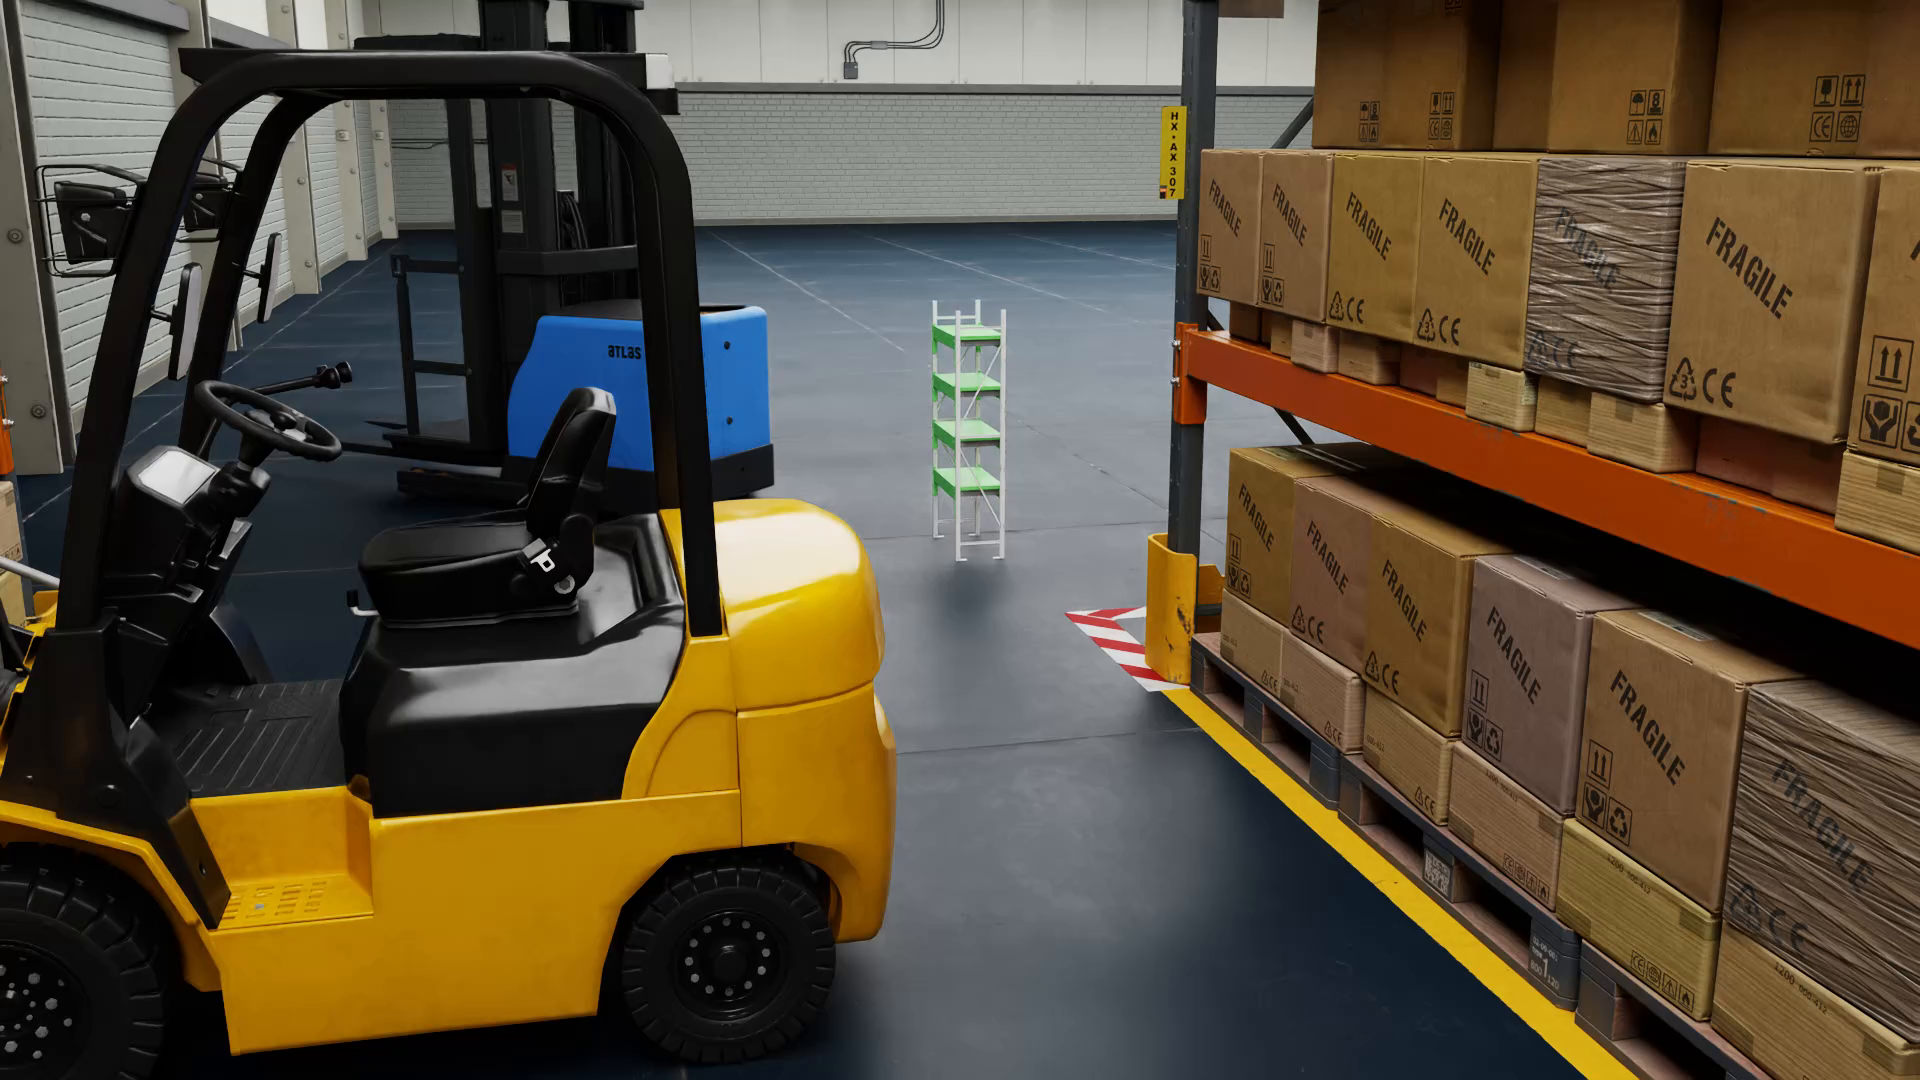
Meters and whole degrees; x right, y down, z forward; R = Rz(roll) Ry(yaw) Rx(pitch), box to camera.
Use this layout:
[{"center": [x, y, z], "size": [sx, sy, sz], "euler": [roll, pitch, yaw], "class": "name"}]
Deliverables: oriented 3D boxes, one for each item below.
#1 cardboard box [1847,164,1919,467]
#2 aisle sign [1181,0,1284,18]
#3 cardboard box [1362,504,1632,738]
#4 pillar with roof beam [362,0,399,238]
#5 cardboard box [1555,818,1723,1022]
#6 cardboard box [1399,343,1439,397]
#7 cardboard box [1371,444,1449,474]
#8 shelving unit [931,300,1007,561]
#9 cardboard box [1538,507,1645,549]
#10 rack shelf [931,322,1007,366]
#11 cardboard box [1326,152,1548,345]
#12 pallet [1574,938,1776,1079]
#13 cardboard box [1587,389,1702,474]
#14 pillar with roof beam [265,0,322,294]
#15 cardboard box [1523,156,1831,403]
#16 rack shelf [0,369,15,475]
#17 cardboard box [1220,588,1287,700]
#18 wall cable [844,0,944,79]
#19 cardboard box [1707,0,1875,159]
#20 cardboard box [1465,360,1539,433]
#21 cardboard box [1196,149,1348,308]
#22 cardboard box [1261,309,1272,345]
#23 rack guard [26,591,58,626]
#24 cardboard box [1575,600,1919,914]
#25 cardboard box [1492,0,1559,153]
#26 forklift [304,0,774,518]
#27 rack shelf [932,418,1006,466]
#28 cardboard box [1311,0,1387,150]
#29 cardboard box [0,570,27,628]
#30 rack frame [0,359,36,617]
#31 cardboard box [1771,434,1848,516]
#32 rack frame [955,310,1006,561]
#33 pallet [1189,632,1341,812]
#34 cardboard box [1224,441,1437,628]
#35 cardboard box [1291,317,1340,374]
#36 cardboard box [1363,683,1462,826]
[{"center": [1.891, -0.362, 2.752], "size": [0.500, 0.500, 0.500], "euler": [-4, 14, -15], "class": "cardboard box"}, {"center": [0.982, -2.263, 5.893], "size": [0.394, 0.787, 0.004], "euler": [-3, 14, -13], "class": "aisle sign"}, {"center": [1.461, 0.208, 4.586], "size": [0.500, 0.500, 0.500], "euler": [-3, 14, -12], "class": "cardboard box"}, {"center": [-7.100, -10.590, 32.813], "size": [9.100, 9.000, 0.400], "euler": [-3, 14, -13], "class": "pillar with roof beam"}, {"center": [1.702, 0.807, 3.711], "size": [0.500, 0.250, 0.500], "euler": [-4, 14, -15], "class": "cardboard box"}, {"center": [1.461, -0.492, 4.649], "size": [0.380, 0.149, 0.250], "euler": [-3, 14, -11], "class": "cardboard box"}, {"center": [1.739, -0.066, 5.704], "size": [0.500, 0.500, 0.500], "euler": [-3, 14, -13], "class": "cardboard box"}, {"center": [0.039, -0.545, 8.128], "size": [0.258, 1.200, 0.503], "euler": [-3, 14, -13], "class": "shelving unit"}, {"center": [1.977, 0.171, 4.734], "size": [0.500, 0.500, 0.500], "euler": [-4, 14, -15], "class": "cardboard box"}, {"center": [0.039, -0.949, 8.030], "size": [0.258, 0.148, 0.480], "euler": [-3, 14, -13], "class": "rack shelf"}, {"center": [1.385, -0.835, 4.687], "size": [0.500, 0.500, 0.500], "euler": [-4, 14, -14], "class": "cardboard box"}, {"center": [2.045, 1.121, 3.394], "size": [1.003, 0.211, 1.213], "euler": [-3, 14, -13], "class": "pallet"}, {"center": [1.623, -0.250, 3.659], "size": [0.380, 0.149, 0.250], "euler": [-3, 14, -14], "class": "cardboard box"}, {"center": [-4.282, -7.822, 21.481], "size": [9.100, 9.000, 0.400], "euler": [-3, 14, -13], "class": "pillar with roof beam"}, {"center": [1.637, -0.600, 3.726], "size": [0.500, 0.500, 0.500], "euler": [-3, 14, -12], "class": "cardboard box"}, {"center": [-3.057, 0.085, 3.275], "size": [1.077, 0.370, 4.000], "euler": [-3, 14, -13], "class": "rack shelf"}, {"center": [1.218, 0.330, 5.665], "size": [0.500, 0.250, 0.500], "euler": [-3, 14, -14], "class": "cardboard box"}, {"center": [-1.460, -13.281, 36.661], "size": [2.305, 6.003, 0.169], "euler": [-3, 14, -13], "class": "wall cable"}, {"center": [2.154, -1.109, 3.703], "size": [0.700, 0.500, 0.500], "euler": [-4, 14, -14], "class": "cardboard box"}, {"center": [1.497, -0.368, 4.142], "size": [0.380, 0.149, 0.250], "euler": [-3, 14, -13], "class": "cardboard box"}, {"center": [1.139, -1.072, 5.656], "size": [0.500, 0.500, 0.500], "euler": [-4, 14, -14], "class": "cardboard box"}, {"center": [1.249, -0.734, 5.640], "size": [0.380, 0.149, 0.250], "euler": [-3, 14, -12], "class": "cardboard box"}, {"center": [-3.532, 0.483, 5.397], "size": [1.175, 0.500, 0.348], "euler": [-3, 14, -13], "class": "rack guard"}, {"center": [1.716, 0.448, 3.601], "size": [0.500, 0.500, 0.500], "euler": [-3, 14, -12], "class": "cardboard box"}, {"center": [1.961, -1.347, 4.678], "size": [0.700, 0.500, 0.500], "euler": [-3, 14, -14], "class": "cardboard box"}, {"center": [-2.595, -1.738, 9.366], "size": [3.031, 2.935, 1.130], "euler": [7, 16, 27], "class": "forklift"}, {"center": [0.039, -0.483, 8.144], "size": [0.258, 0.148, 0.480], "euler": [-3, 14, -13], "class": "rack shelf"}, {"center": [1.630, -1.576, 5.615], "size": [0.700, 0.500, 0.500], "euler": [-4, 14, -15], "class": "cardboard box"}, {"center": [-3.108, 0.258, 4.907], "size": [0.500, 0.250, 0.500], "euler": [-3, 14, -14], "class": "cardboard box"}, {"center": [-3.527, -0.726, 5.078], "size": [1.000, 3.000, 0.127], "euler": [-3, 14, -13], "class": "rack frame"}, {"center": [1.814, -0.137, 3.199], "size": [0.380, 0.149, 0.250], "euler": [-3, 14, -13], "class": "cardboard box"}, {"center": [0.096, -0.488, 7.898], "size": [0.240, 1.200, 0.015], "euler": [-3, 14, -13], "class": "rack frame"}, {"center": [1.472, 0.558, 5.698], "size": [1.003, 0.211, 1.213], "euler": [-3, 14, -13], "class": "pallet"}, {"center": [1.224, -0.029, 5.554], "size": [0.500, 0.500, 0.500], "euler": [-4, 14, -15], "class": "cardboard box"}, {"center": [1.248, -0.607, 5.121], "size": [0.380, 0.149, 0.250], "euler": [-3, 14, -12], "class": "cardboard box"}, {"center": [1.471, 0.573, 4.669], "size": [0.500, 0.250, 0.500], "euler": [-2, 14, -9], "class": "cardboard box"}]
